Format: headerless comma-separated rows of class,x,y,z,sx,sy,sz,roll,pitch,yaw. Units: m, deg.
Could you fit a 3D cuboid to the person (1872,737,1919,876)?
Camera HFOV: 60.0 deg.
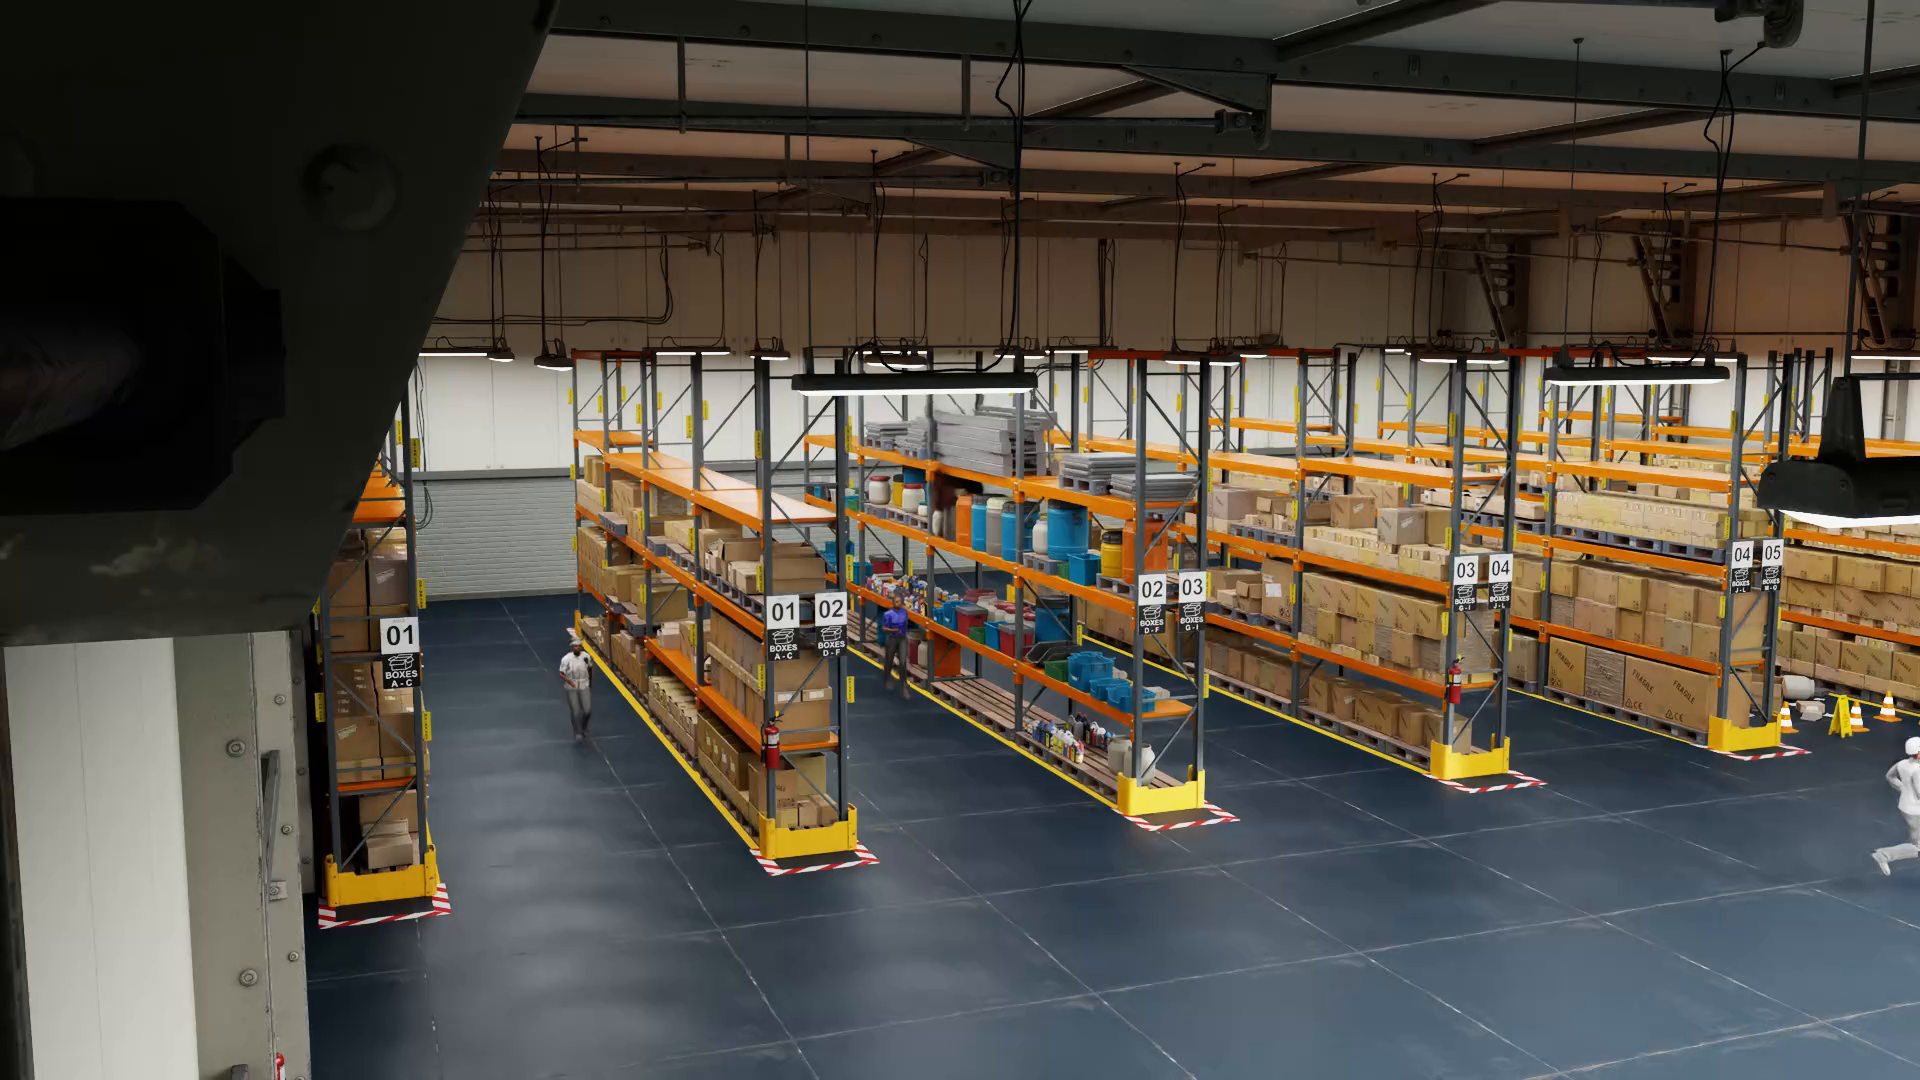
person,10.961,3.108,19.021,0.984,1.743,0.677,1,7,10

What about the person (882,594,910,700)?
person,-1.068,1.875,27.929,0.526,1.548,0.779,-3,8,-21

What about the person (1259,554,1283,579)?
person,6.647,1.099,34.839,0.655,1.829,0.840,-3,8,-21

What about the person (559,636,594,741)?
person,-5.913,2.305,25.763,0.576,1.660,0.573,-3,8,-22
